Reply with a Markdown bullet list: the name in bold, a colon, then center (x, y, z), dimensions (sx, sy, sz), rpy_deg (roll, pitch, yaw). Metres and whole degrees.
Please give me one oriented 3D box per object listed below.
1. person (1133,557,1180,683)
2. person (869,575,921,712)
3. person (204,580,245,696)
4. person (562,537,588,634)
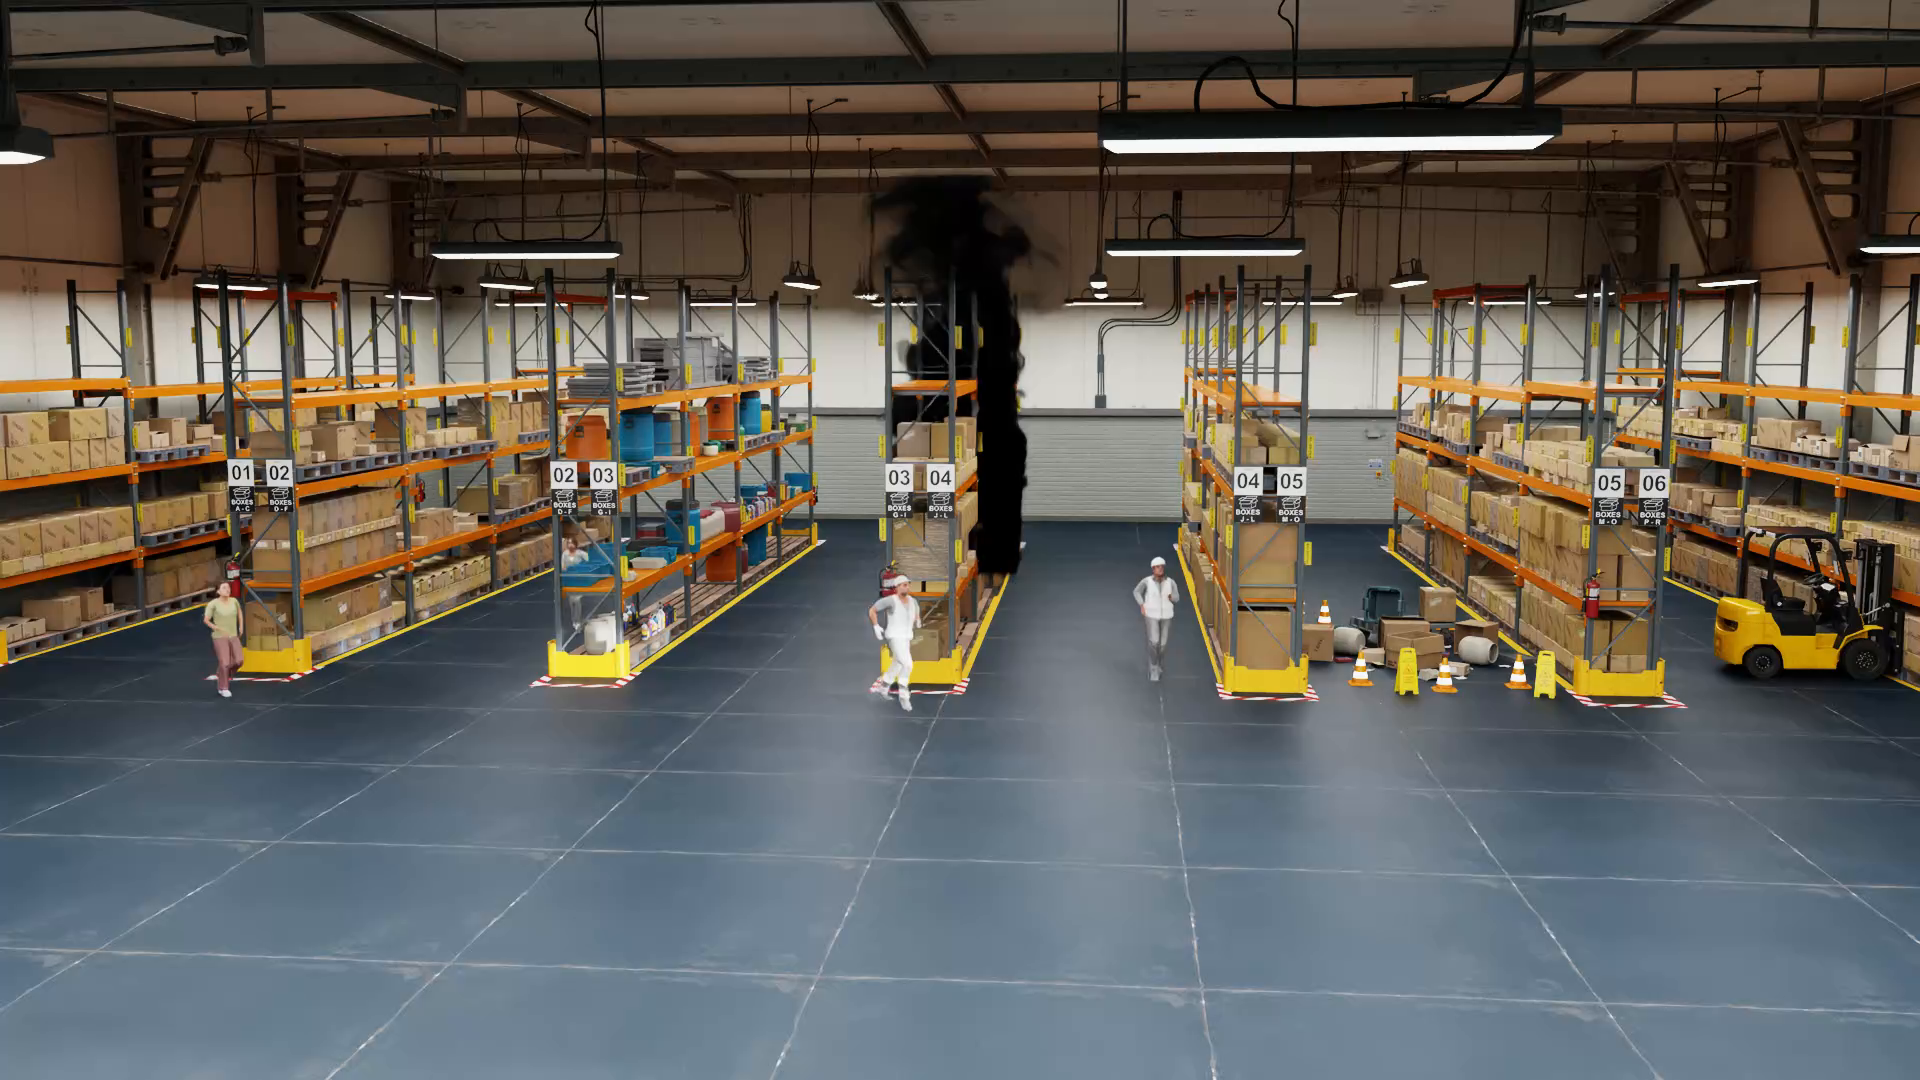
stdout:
- **person**: center (2.916, 1.164, 24.455), dimensions (0.638, 1.830, 0.727), rpy_deg (-1, 7, -9)
- **person**: center (-0.834, 1.375, 22.628), dimensions (0.740, 1.810, 0.677), rpy_deg (6, 9, 39)
- **person**: center (-10.292, 1.372, 23.354), dimensions (0.552, 1.640, 0.614), rpy_deg (5, 9, 37)
- **person**: center (-6.606, 0.756, 28.441), dimensions (0.522, 1.639, 0.700), rpy_deg (0, 7, 1)
